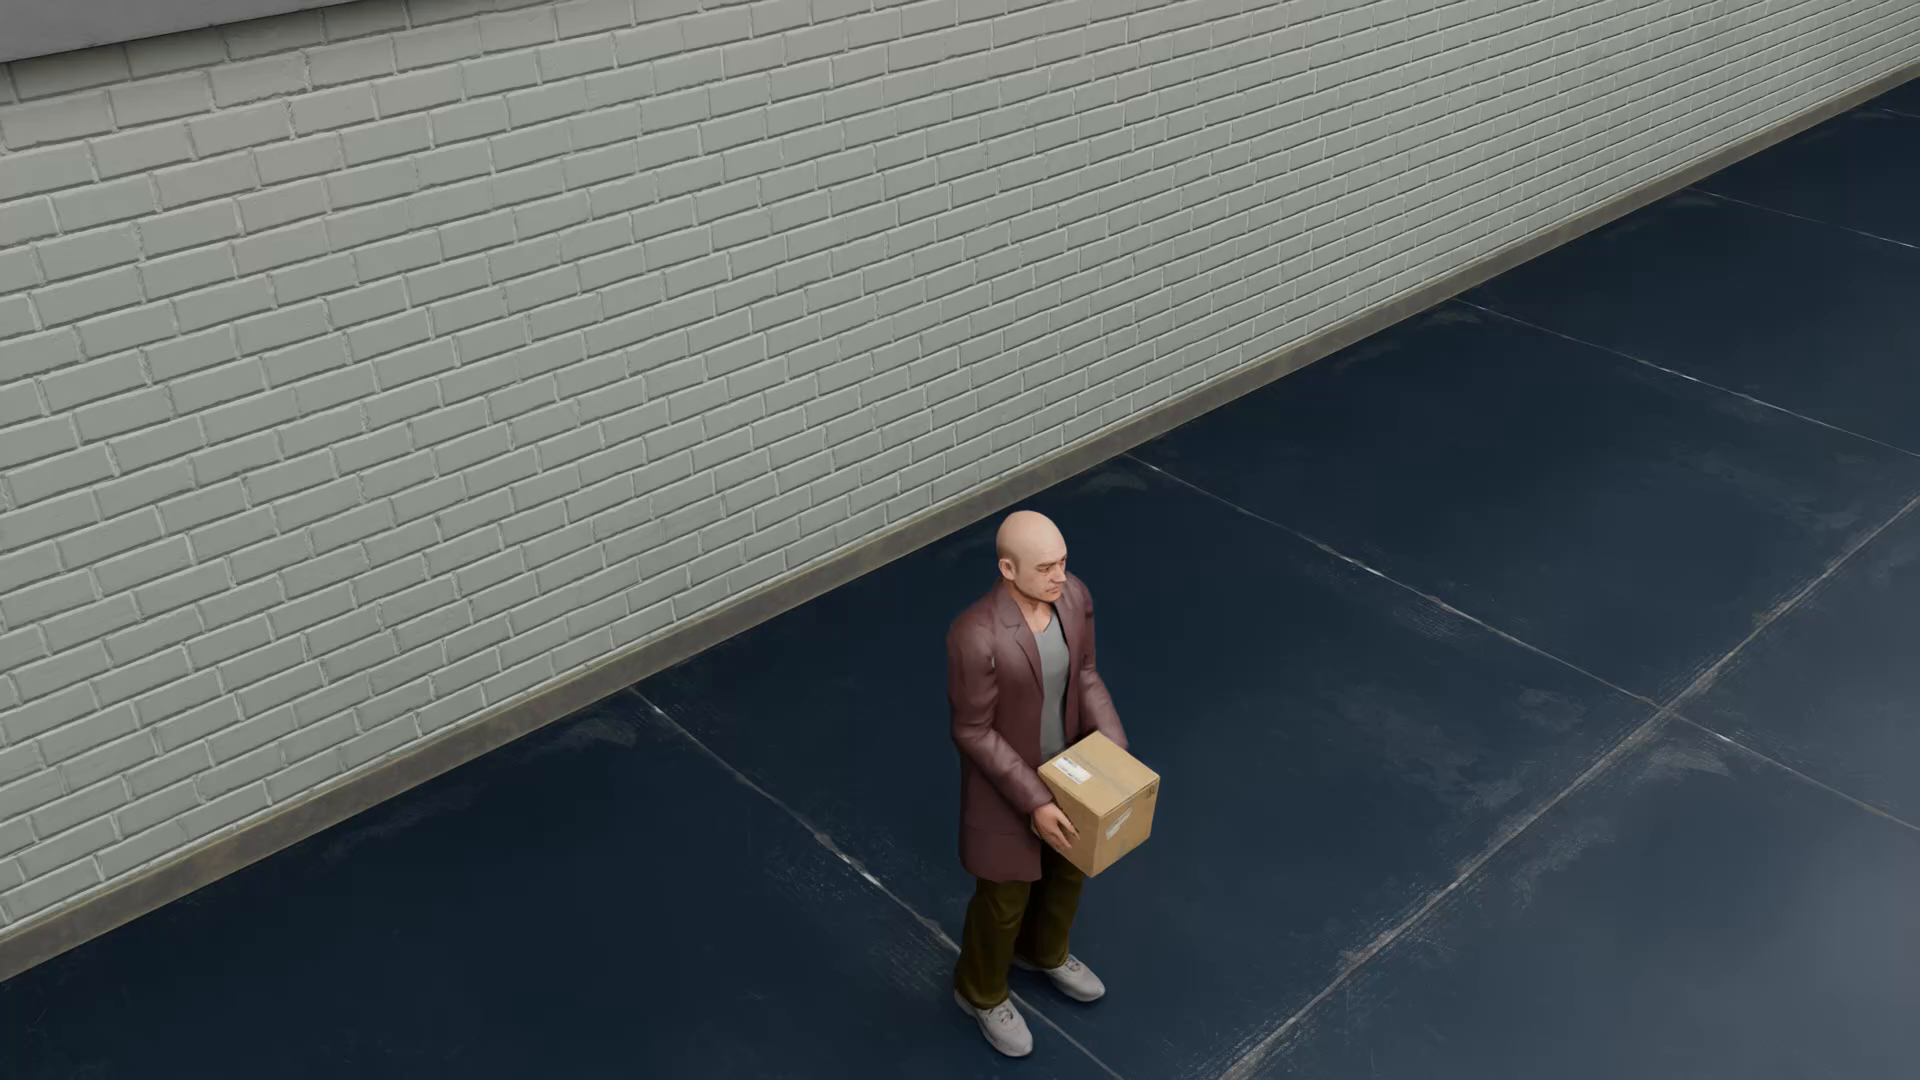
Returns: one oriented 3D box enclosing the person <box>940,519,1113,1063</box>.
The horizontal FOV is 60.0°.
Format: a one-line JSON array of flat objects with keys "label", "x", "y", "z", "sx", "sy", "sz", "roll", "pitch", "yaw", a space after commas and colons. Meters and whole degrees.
[{"label": "person", "x": 0.217, "y": 0.727, "z": 4.982, "sx": 0.596, "sy": 1.746, "sz": 0.424, "roll": -27, "pitch": 40, "yaw": -37}]
